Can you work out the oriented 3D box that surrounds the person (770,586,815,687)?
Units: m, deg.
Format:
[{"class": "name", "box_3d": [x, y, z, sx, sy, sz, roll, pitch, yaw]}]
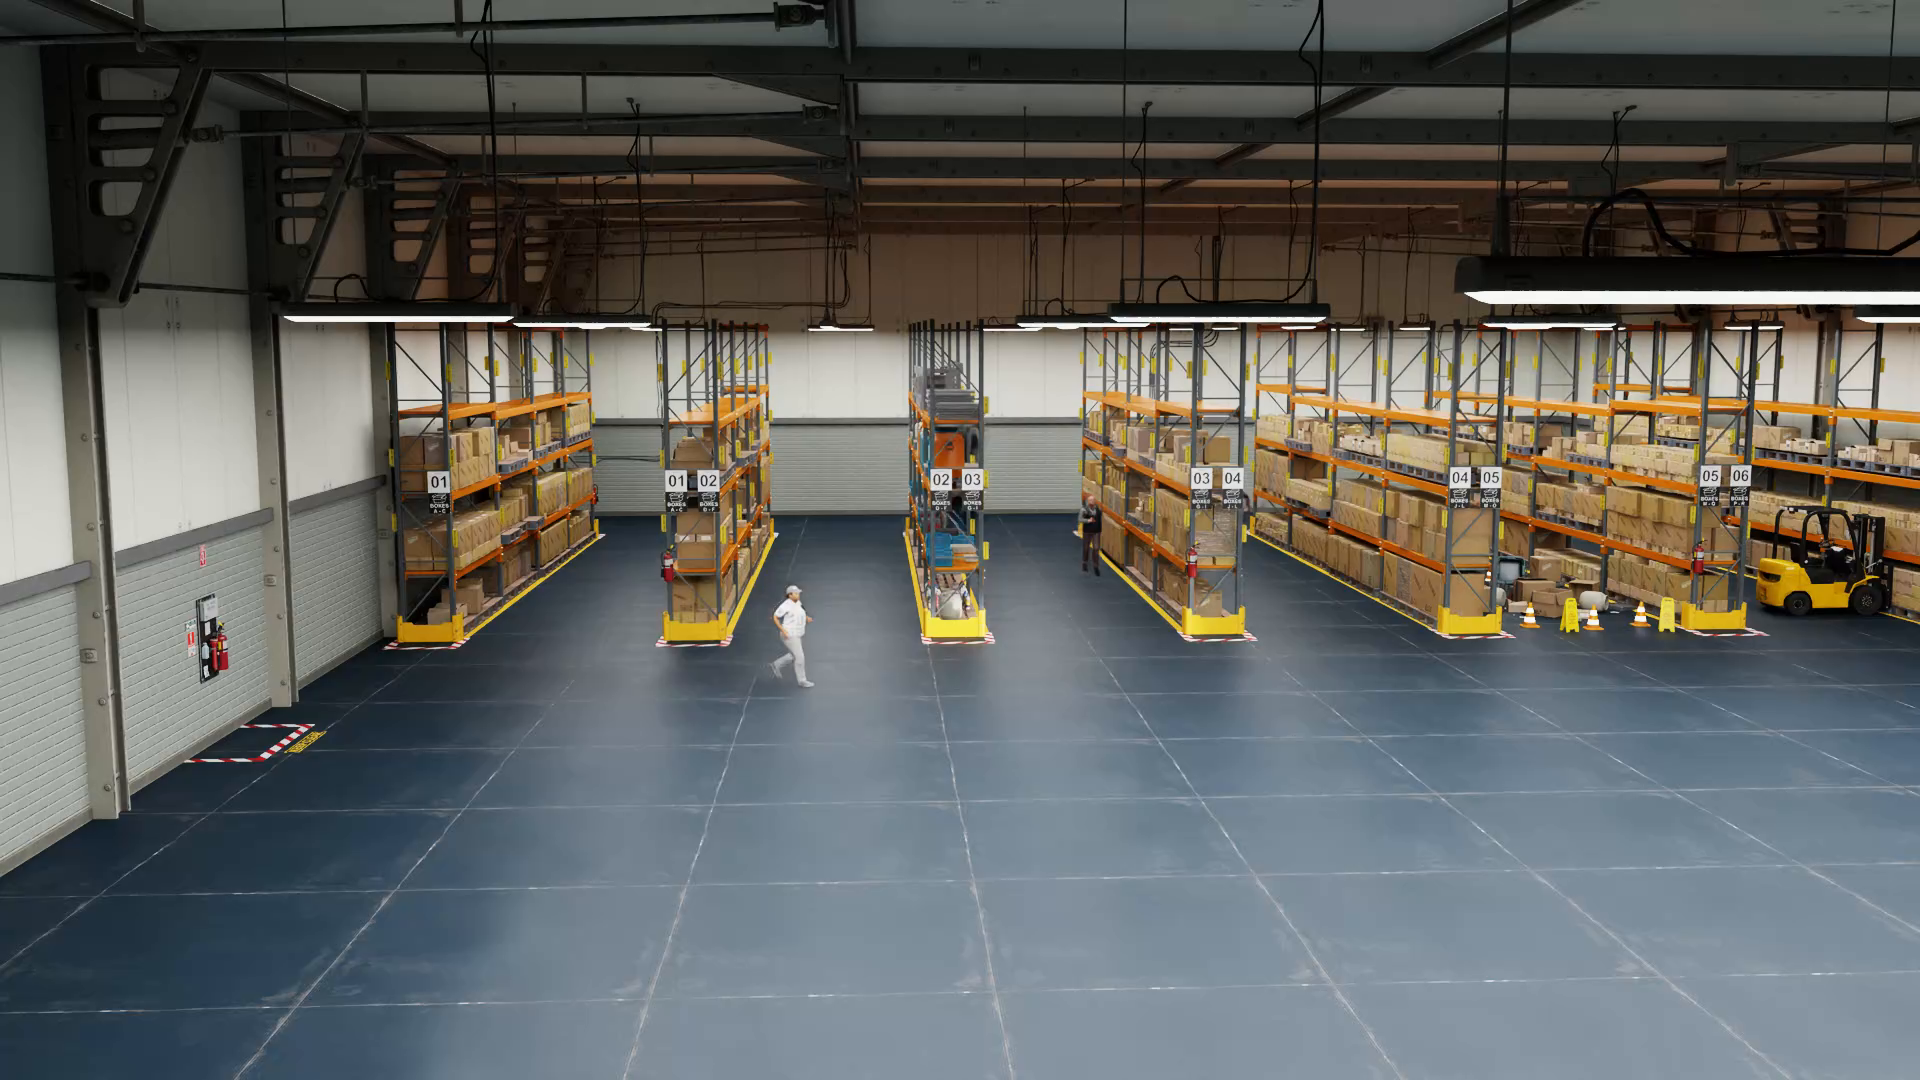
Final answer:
[{"class": "person", "box_3d": [-2.763, 1.553, 27.117, 0.855, 1.644, 0.610, 3, 8, 23]}]

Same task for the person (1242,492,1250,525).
[{"class": "person", "box_3d": [7.377, -0.642, 44.451, 0.729, 1.807, 0.961, 1, 7, 5]}]

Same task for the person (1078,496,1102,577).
[{"class": "person", "box_3d": [2.992, -0.105, 37.985, 0.645, 1.821, 0.769, -1, 7, -10]}]
